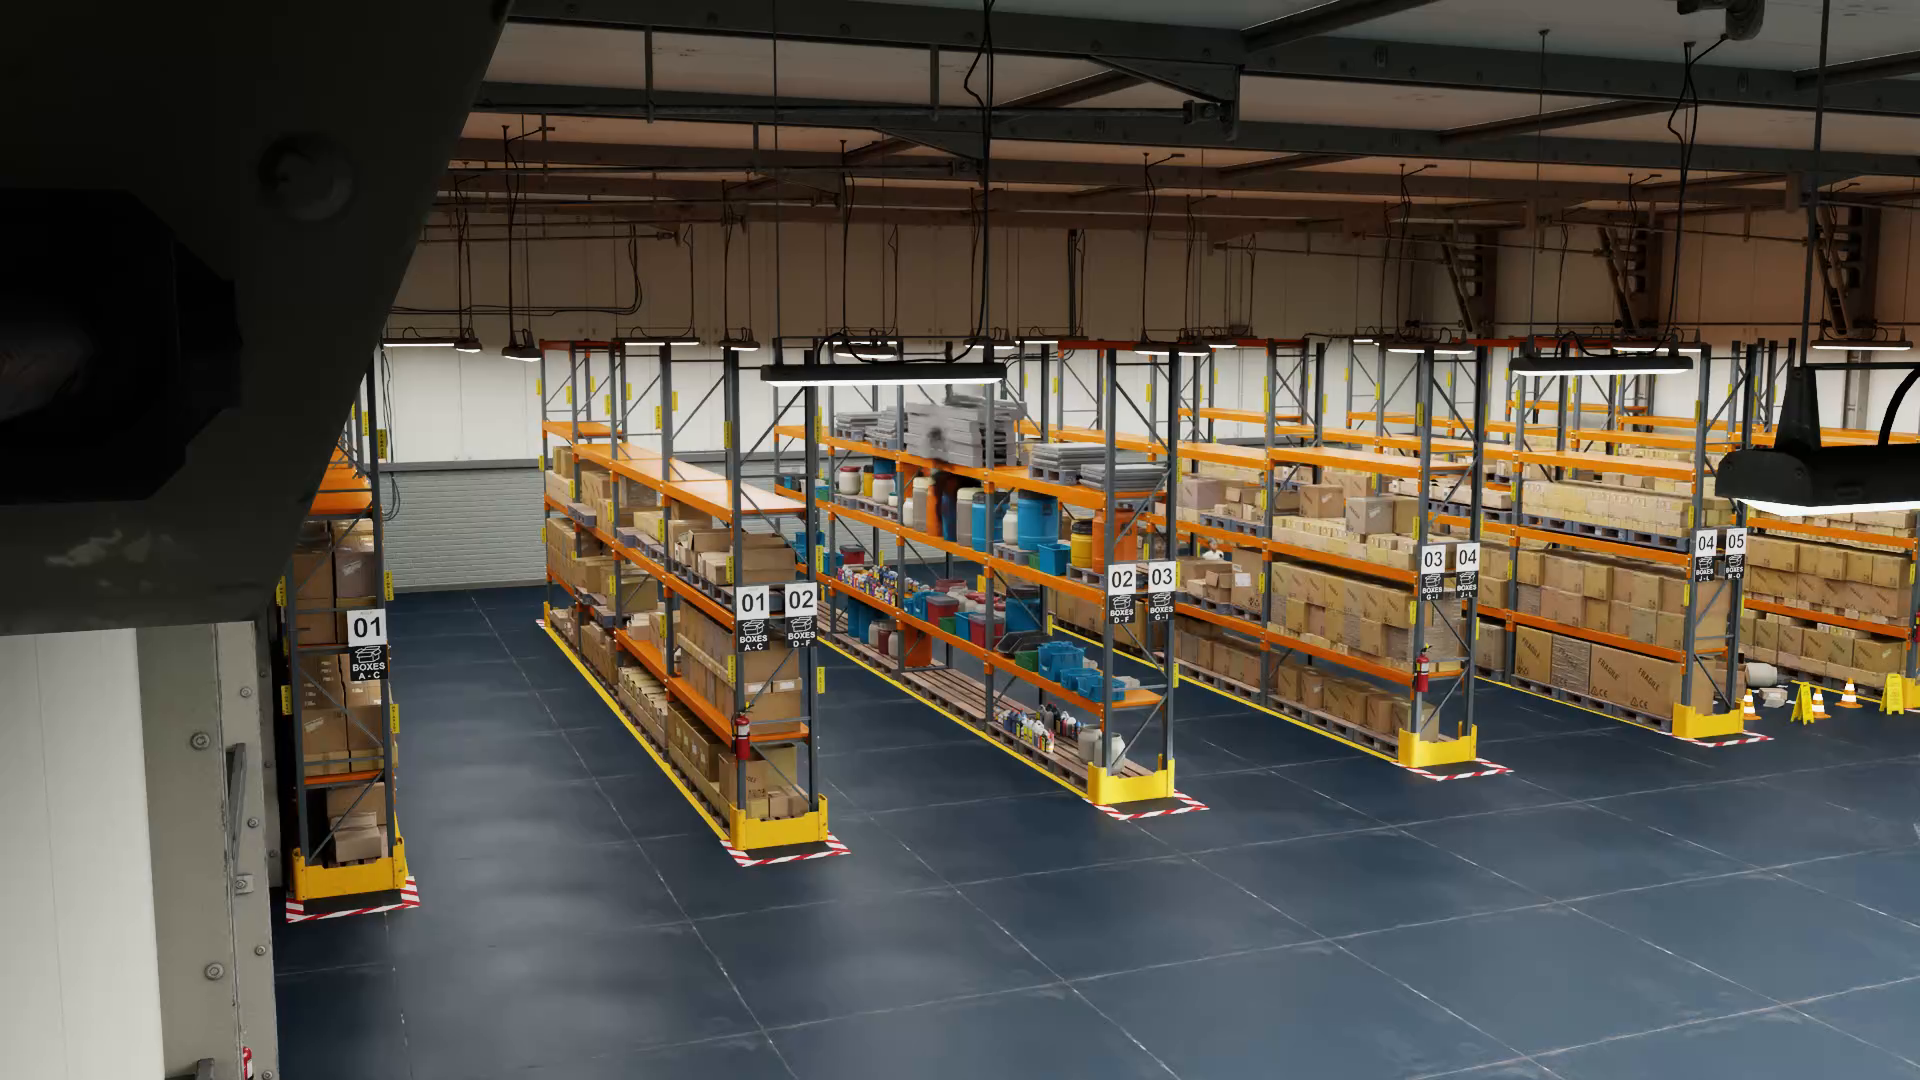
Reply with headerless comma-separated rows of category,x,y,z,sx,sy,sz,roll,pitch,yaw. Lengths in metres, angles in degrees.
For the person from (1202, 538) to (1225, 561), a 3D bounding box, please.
person,5.559,0.788,36.424,0.616,1.669,0.520,-2,8,-17
